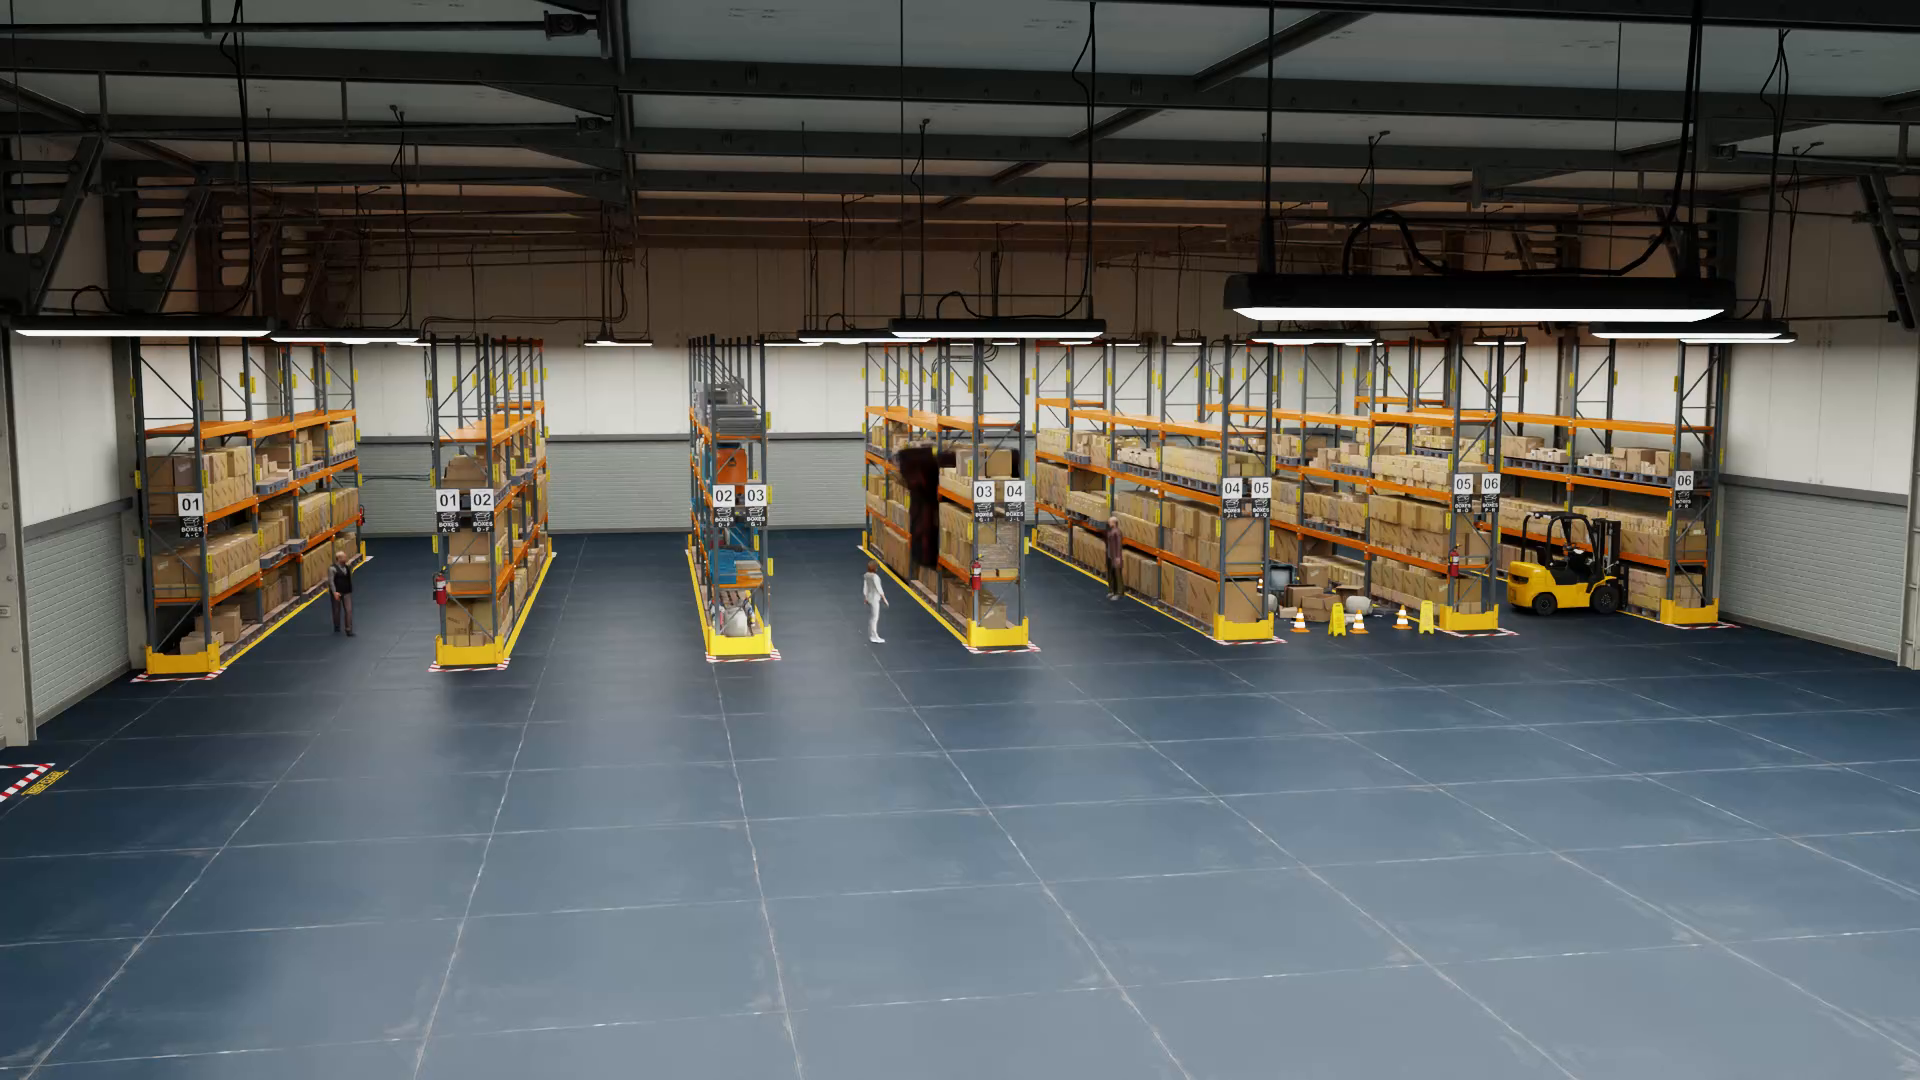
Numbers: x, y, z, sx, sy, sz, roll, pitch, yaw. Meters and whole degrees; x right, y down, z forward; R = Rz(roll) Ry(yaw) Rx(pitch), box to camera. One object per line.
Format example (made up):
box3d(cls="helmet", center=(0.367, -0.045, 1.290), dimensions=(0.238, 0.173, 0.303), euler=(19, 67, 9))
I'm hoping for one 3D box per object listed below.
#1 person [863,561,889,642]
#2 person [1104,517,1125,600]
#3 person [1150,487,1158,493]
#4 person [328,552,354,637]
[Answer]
box3d(cls="person", center=(-1.656, 1.212, 32.602), dimensions=(0.438, 1.629, 0.498), euler=(-2, 7, -18))
box3d(cls="person", center=(3.335, 0.396, 36.249), dimensions=(0.427, 1.773, 0.584), euler=(-4, 8, -31))
box3d(cls="person", center=(6.030, -1.028, 51.366), dimensions=(0.841, 1.731, 0.609), euler=(-2, 7, -16))
box3d(cls="person", center=(-12.399, 1.077, 33.287), dimensions=(0.475, 1.686, 0.977), euler=(-3, 7, -27))
